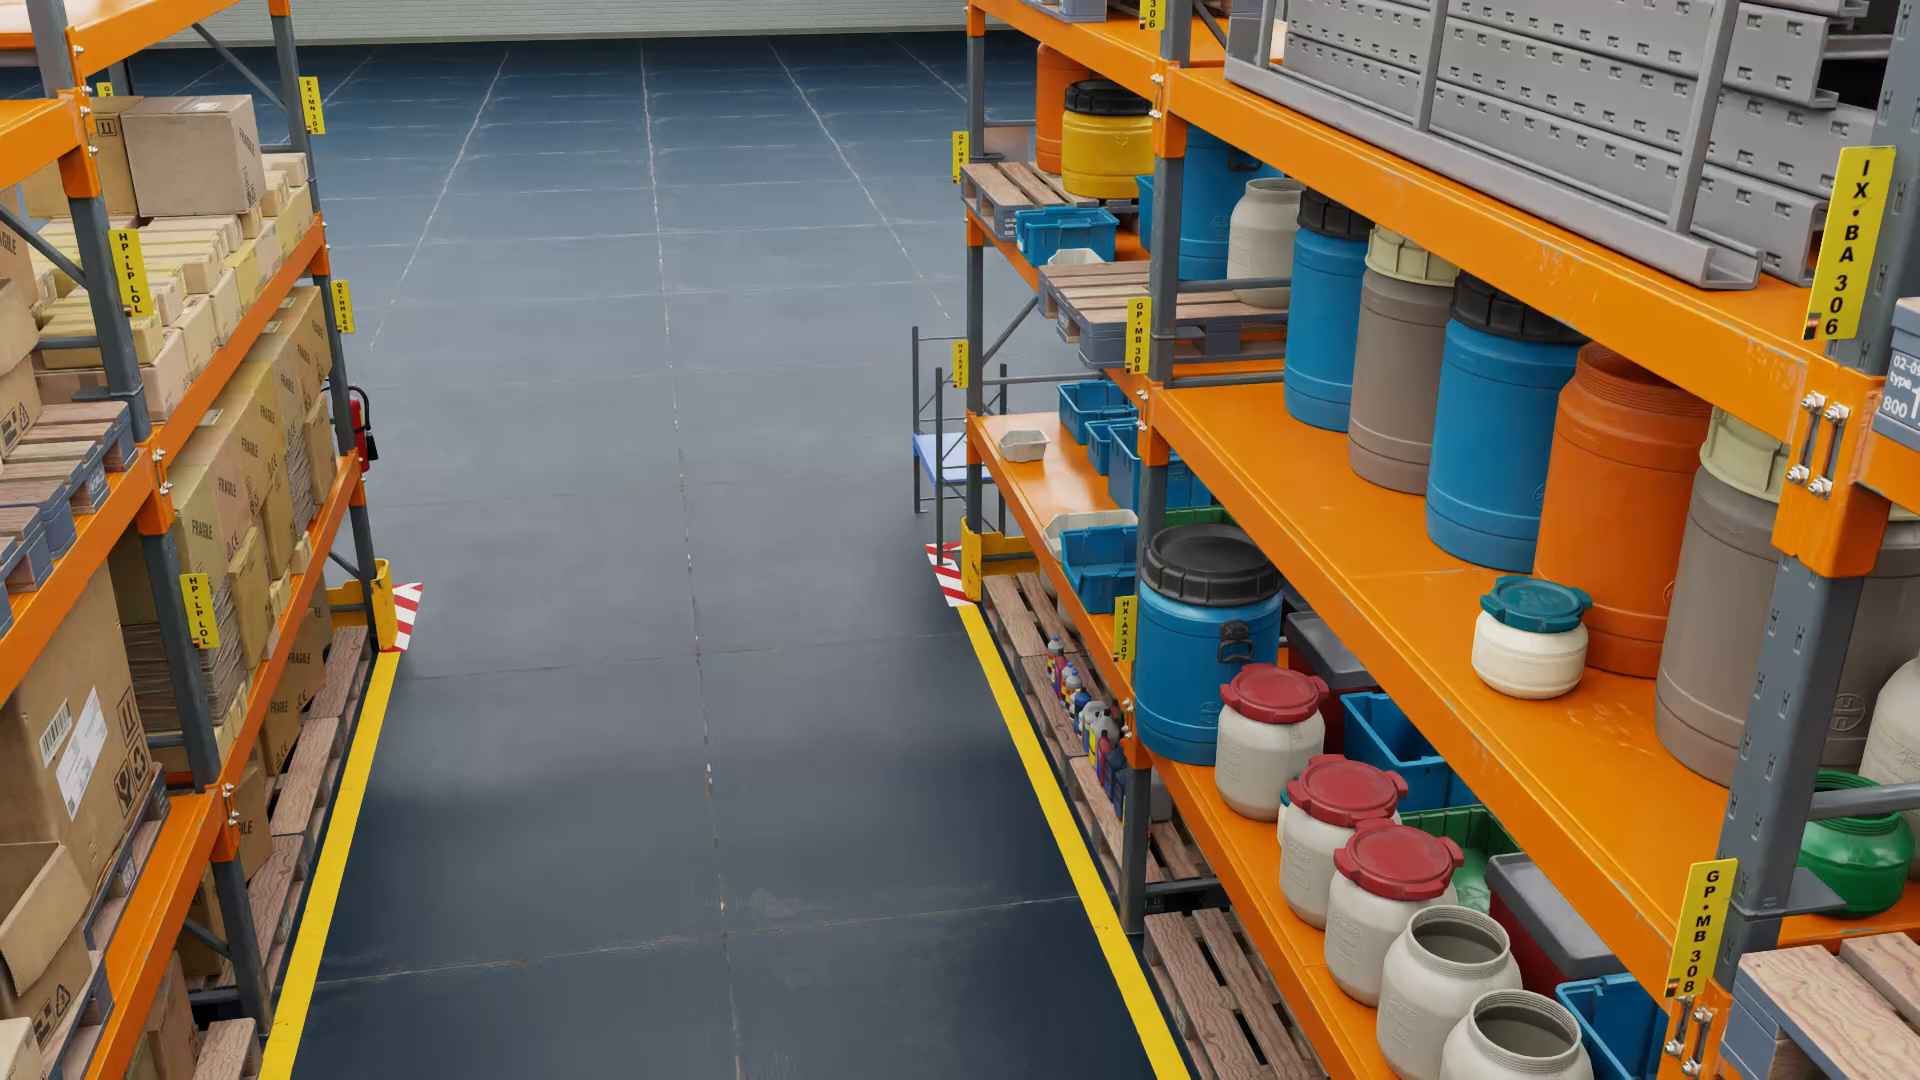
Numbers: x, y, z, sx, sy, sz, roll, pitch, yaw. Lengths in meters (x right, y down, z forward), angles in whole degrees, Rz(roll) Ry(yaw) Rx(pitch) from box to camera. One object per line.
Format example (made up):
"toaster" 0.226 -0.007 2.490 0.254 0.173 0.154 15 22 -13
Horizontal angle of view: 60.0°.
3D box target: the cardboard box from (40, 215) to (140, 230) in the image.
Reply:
"cardboard box" -4.199 -1.470 8.051 0.380 0.149 0.250 -5 24 -10

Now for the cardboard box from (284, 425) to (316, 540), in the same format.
"cardboard box" -3.986 -0.291 8.915 0.875 0.500 0.500 -4 24 -10

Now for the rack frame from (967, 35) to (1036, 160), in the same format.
"rack frame" 0.546 -3.831 10.021 1.000 3.000 0.127 -4 24 -10

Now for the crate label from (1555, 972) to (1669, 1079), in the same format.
"crate label" 2.107 1.638 4.950 0.502 0.435 0.616 -4 24 -10

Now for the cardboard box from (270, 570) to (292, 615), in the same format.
"cardboard box" -3.617 0.277 8.423 0.380 0.149 0.250 -4 24 -10

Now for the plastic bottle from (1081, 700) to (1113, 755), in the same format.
"plastic bottle" 0.762 1.039 9.218 0.152 0.276 0.135 -4 24 -9

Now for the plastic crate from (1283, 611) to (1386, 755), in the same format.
"plastic crate" 1.676 0.630 7.222 0.402 0.464 0.583 -4 24 -10

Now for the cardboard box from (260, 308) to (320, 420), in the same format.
"cardboard box" -3.879 -0.961 9.200 0.500 0.500 0.500 -4 24 -10

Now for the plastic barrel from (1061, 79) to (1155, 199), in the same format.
"plastic barrel" 0.882 -2.296 9.494 0.600 0.588 0.600 0 24 0

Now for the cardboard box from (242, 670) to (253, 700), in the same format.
"cardboard box" -3.433 0.671 7.523 0.380 0.149 0.250 -4 24 -10

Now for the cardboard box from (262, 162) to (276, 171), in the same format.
"cardboard box" -4.031 -2.007 9.281 0.380 0.149 0.250 -5 24 -11

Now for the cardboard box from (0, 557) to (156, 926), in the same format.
"cardboard box" -3.573 0.714 5.837 1.000 1.000 1.000 -4 24 -9

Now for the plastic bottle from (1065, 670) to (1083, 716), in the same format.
"plastic bottle" 0.657 0.877 9.595 0.097 0.271 0.097 0 24 0

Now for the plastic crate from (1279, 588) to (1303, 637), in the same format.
"plastic crate" 1.314 0.305 8.125 0.767 0.338 0.504 -4 24 -10

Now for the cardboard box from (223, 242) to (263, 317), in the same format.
"cardboard box" -3.703 -1.254 8.057 0.500 0.250 0.500 -5 24 -11

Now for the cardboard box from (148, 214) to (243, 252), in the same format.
"cardboard box" -3.725 -1.494 8.107 0.380 0.149 0.250 -6 24 -12

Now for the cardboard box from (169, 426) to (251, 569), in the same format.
"cardboard box" -3.509 -0.175 7.399 0.500 0.500 0.500 -4 24 -10

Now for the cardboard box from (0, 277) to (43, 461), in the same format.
"cardboard box" -3.592 -0.564 5.635 0.797 0.503 0.637 -6 24 -12

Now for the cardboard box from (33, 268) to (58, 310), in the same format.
"cardboard box" -4.093 -1.048 7.085 0.380 0.149 0.250 -5 24 -11

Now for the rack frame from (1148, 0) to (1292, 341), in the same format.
"rack frame" 1.286 -2.258 6.419 1.000 3.000 0.127 -4 24 -10

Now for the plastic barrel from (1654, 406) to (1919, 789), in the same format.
"plastic barrel" 2.087 0.121 4.093 0.600 0.901 0.600 0 24 0

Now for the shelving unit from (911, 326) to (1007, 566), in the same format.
"shelving unit" -0.016 -0.721 12.269 0.538 1.500 1.048 -4 24 -10

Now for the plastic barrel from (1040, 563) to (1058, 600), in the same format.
"plastic barrel" 0.743 0.119 11.056 0.421 0.512 0.421 0 24 0

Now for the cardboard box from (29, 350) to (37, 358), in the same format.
"cardboard box" -3.923 -0.608 6.576 0.500 0.250 0.500 -3 24 -8

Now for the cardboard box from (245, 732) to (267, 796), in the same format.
"cardboard box" -3.922 1.188 8.624 0.500 0.500 0.500 -6 24 -14

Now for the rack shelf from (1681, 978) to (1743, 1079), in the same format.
"rack shelf" 2.395 1.807 1.759 1.077 0.370 4.000 -4 24 -10

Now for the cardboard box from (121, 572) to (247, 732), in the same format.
"cardboard box" -3.604 0.494 7.116 0.875 0.500 0.500 -4 24 -10

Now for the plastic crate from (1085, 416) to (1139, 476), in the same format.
"plastic crate" 1.047 -0.583 10.266 0.499 0.251 0.408 -4 24 -10

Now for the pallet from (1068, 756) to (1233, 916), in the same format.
"pallet" 1.202 1.502 8.789 1.003 0.211 1.213 -4 24 -10

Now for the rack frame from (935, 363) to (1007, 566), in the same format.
"rack frame" 0.078 -0.521 11.811 0.500 1.500 0.032 -4 24 -10

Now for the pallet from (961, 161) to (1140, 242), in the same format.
"pallet" 0.603 -2.037 9.897 1.003 0.211 1.213 -4 24 -10

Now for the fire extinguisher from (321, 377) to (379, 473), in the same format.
"fire extinguisher" -3.890 -0.759 10.579 0.296 0.674 0.183 -4 24 -10

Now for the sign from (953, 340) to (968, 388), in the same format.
"sign" 0.005 -1.170 11.077 0.100 0.325 0.005 -4 24 -10

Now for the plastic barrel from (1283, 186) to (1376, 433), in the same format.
"plastic barrel" 1.593 -0.929 6.497 0.600 0.901 0.708 -4 24 -10

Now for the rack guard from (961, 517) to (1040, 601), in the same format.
"rack guard" 0.606 0.090 11.662 1.175 0.500 0.348 -4 24 -10

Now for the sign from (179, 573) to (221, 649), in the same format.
"sign" -3.037 0.285 6.645 0.100 0.325 0.005 -4 24 -10

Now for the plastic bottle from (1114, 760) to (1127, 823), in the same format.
"plastic bottle" 0.883 1.272 8.593 0.144 0.351 0.185 -5 24 -11

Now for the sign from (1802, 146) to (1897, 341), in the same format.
"sign" 1.486 -0.493 2.781 0.100 0.325 0.005 -4 24 -10

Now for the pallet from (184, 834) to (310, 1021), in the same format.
"pallet" -3.741 1.874 7.937 1.003 0.211 1.213 -4 24 -10

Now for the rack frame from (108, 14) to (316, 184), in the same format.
"rack frame" -4.322 -3.464 9.182 1.000 3.000 0.127 -4 24 -10

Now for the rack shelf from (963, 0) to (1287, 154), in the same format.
"rack shelf" 0.916 -2.531 8.444 1.077 0.370 4.000 -4 24 -10

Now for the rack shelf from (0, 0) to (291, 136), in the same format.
"rack shelf" -3.952 -2.347 7.525 1.077 0.370 4.000 -4 24 -10

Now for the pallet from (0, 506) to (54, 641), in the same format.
"pallet" -3.378 0.228 4.710 1.213 0.211 1.003 -4 24 -10

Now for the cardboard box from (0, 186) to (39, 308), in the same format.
"cardboard box" -3.916 -1.086 6.362 0.500 0.500 0.500 -5 24 -11

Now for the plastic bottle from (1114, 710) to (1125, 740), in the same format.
"plastic bottle" 0.884 1.083 9.110 0.061 0.283 0.133 -4 24 -10

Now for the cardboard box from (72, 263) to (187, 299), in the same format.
"cardboard box" -3.572 -1.083 7.165 0.380 0.149 0.250 -4 24 -8

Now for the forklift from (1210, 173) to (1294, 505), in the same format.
"forklift" 3.108 -1.849 13.065 3.031 2.935 1.130 -8 25 -18

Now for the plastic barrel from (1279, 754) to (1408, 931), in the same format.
"plastic barrel" 1.383 1.110 6.033 0.433 0.535 0.433 0 24 0

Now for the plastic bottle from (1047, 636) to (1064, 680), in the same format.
"plastic bottle" 0.575 0.703 9.994 0.097 0.271 0.097 0 24 0
